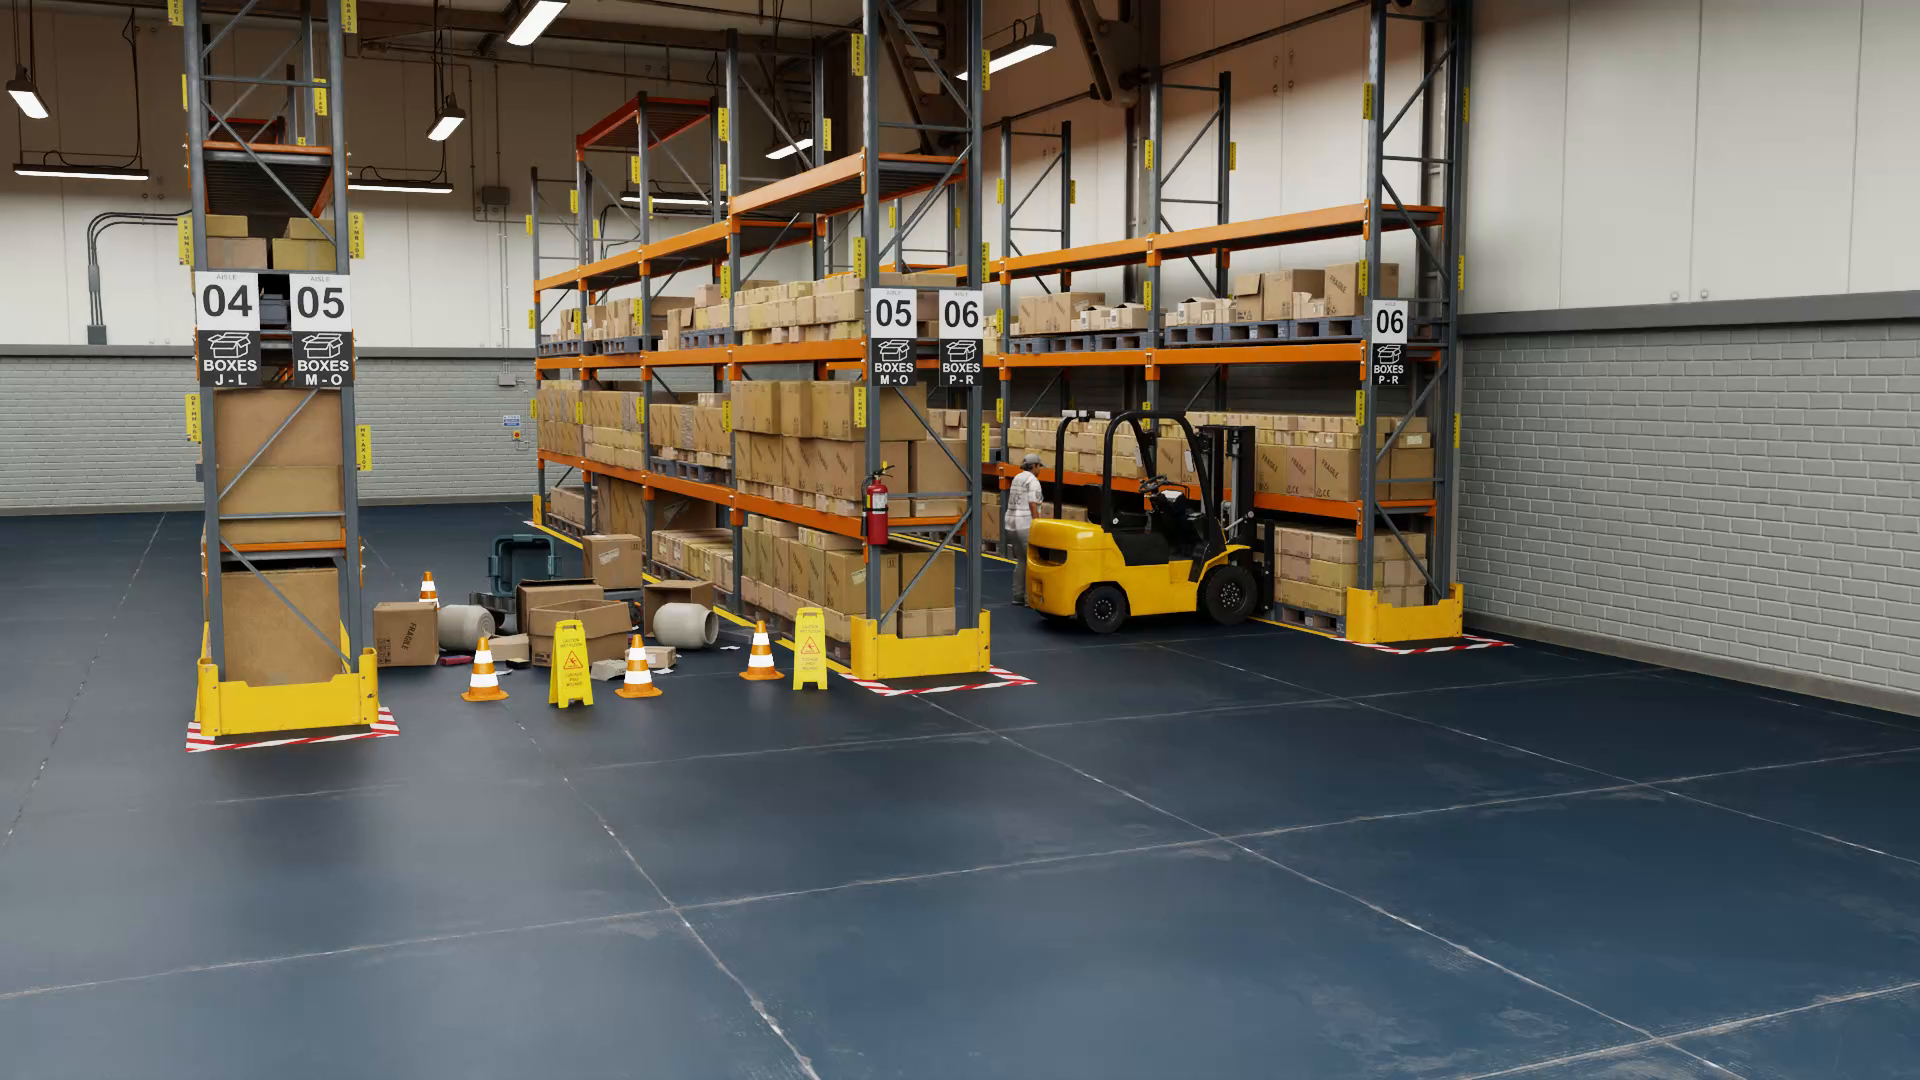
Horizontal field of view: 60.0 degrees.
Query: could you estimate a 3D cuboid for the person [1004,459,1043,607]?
[{"bbox_3d":[0.723,-0.103,18.126,0.404,1.650,0.559,-3,6,-27],"label":"person"}]
